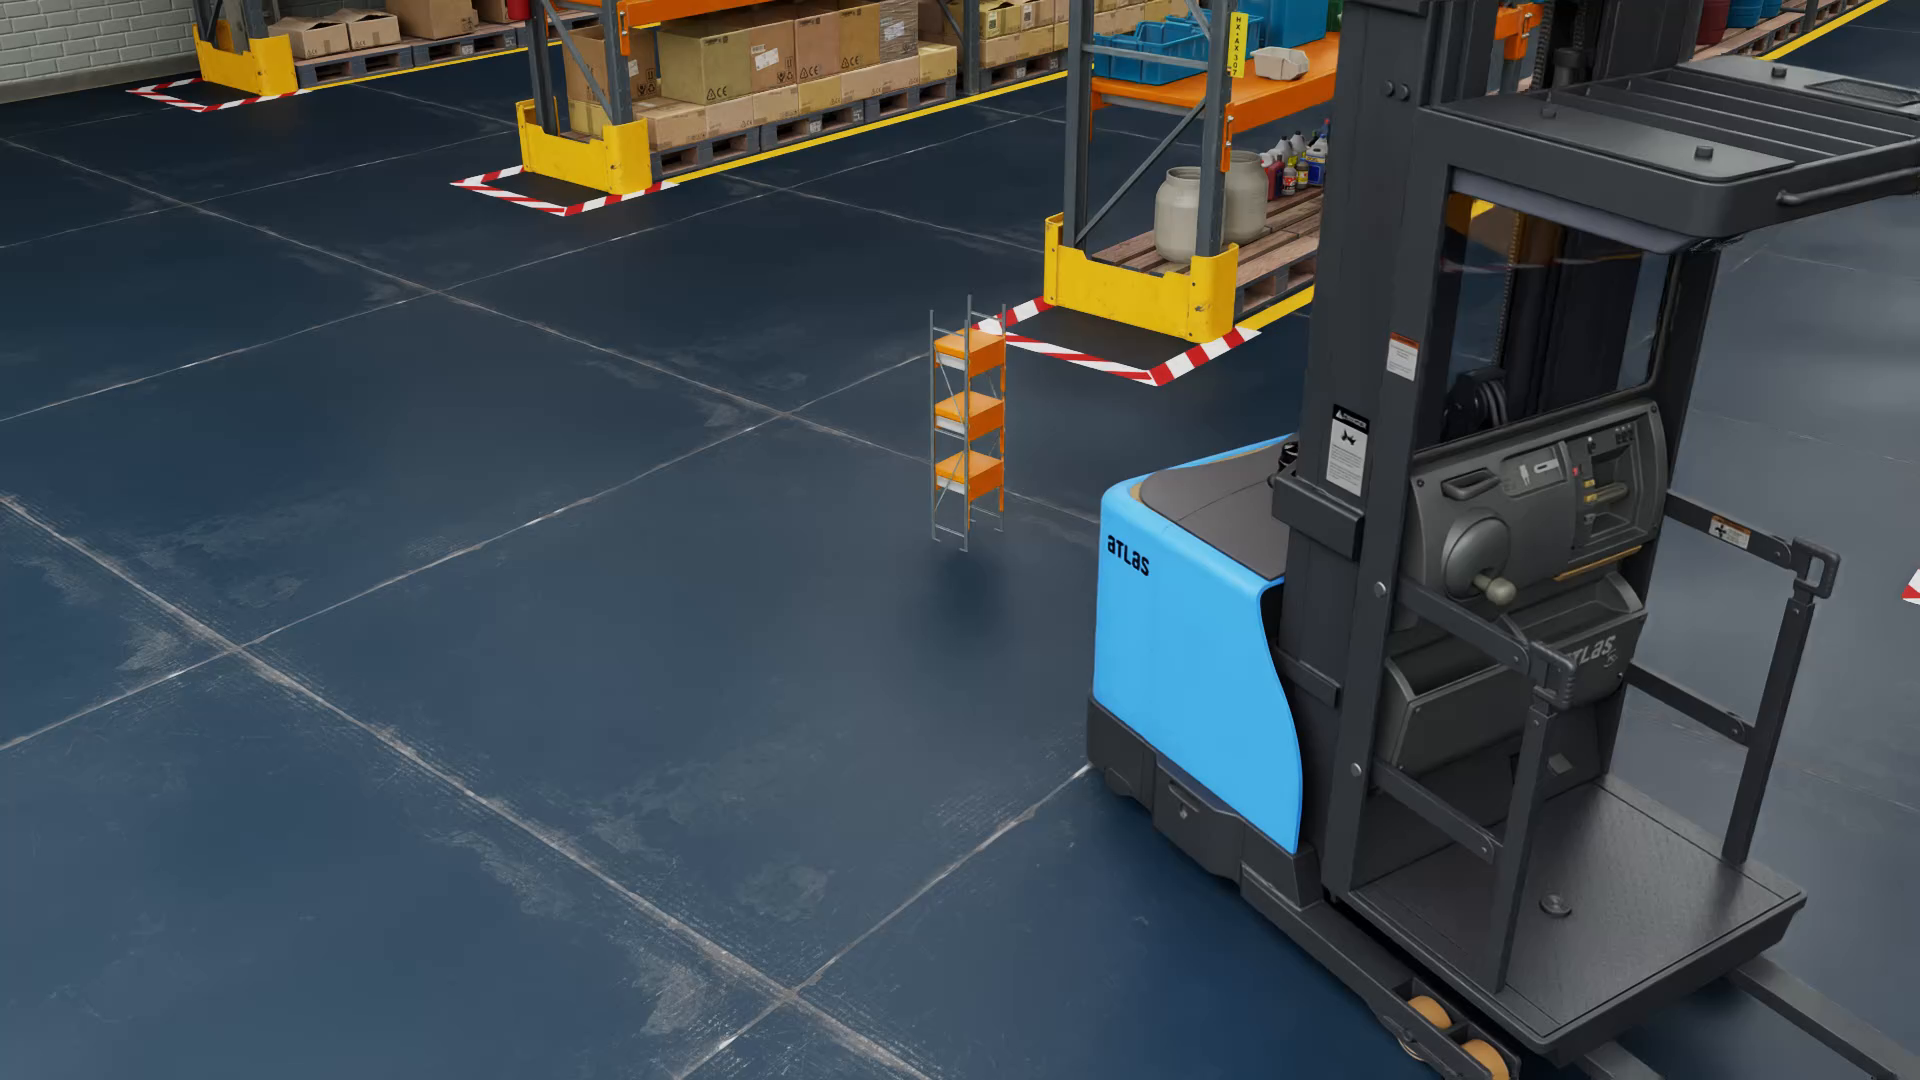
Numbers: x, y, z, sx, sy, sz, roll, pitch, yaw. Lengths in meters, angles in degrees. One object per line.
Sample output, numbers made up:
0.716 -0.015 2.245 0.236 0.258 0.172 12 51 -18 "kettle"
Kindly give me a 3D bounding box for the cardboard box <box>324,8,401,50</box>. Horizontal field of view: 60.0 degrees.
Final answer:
-5.747 -4.939 15.981 0.500 0.311 0.500 24 36 38 "cardboard box"

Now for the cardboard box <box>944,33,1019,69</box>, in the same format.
0.198 -4.525 15.267 0.500 0.250 0.500 20 33 33 "cardboard box"

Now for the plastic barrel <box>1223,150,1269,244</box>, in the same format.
1.704 -2.136 10.366 0.421 0.512 0.421 0 27 0 "plastic barrel"

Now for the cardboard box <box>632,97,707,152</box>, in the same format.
-2.281 -3.161 12.631 0.500 0.250 0.500 21 34 34 "cardboard box"

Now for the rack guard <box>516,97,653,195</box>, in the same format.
-2.809 -2.952 12.412 1.175 0.500 0.348 21 34 34 "rack guard"

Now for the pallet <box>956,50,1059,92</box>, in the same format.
0.189 -4.523 15.763 1.003 0.211 1.213 21 34 34 "pallet"

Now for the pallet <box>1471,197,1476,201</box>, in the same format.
3.111 -2.575 11.998 1.003 0.211 1.213 21 34 34 "pallet"

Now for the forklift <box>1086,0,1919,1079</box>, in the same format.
1.636 -0.062 4.180 1.130 2.935 3.031 -16 31 -28 "forklift"

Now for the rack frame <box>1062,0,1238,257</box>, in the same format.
1.026 -2.622 9.053 1.000 3.000 0.127 21 34 34 "rack frame"

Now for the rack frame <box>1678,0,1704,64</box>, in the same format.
6.114 -5.458 14.536 1.000 3.000 0.127 21 34 34 "rack frame"

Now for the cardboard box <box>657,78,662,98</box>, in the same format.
-2.372 -3.493 13.273 0.500 0.250 0.500 21 34 34 "cardboard box"

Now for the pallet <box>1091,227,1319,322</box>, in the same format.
1.559 -1.710 10.326 1.003 0.211 1.213 21 34 34 "pallet"

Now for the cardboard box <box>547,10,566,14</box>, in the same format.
-4.392 -5.674 17.558 0.380 0.166 0.250 16 31 28 "cardboard box"

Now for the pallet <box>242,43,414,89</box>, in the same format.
-6.027 -4.583 15.880 1.003 0.211 1.213 21 34 34 "pallet"

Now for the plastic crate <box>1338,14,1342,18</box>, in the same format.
2.732 -3.273 10.599 0.530 0.136 0.437 21 34 34 "plastic crate"

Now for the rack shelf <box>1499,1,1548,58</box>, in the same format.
4.842 -4.429 13.330 1.077 0.370 4.000 21 34 34 "rack shelf"

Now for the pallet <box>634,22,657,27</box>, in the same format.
-3.581 -5.973 18.567 1.003 0.211 1.213 21 34 34 "pallet"

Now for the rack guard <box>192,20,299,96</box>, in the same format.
-6.571 -4.434 15.276 1.175 0.500 0.348 21 34 34 "rack guard"

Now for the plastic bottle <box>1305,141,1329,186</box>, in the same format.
2.476 -2.608 11.513 0.152 0.276 0.135 21 34 34 "plastic bottle"

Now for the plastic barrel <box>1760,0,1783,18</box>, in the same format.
8.299 -5.943 17.300 0.600 0.901 0.708 21 34 34 "plastic barrel"

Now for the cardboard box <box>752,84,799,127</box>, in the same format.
-1.648 -3.516 13.318 0.500 0.250 0.500 21 34 34 "cardboard box"

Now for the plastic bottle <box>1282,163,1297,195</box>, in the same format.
2.233 -2.454 11.296 0.097 0.201 0.097 0 27 0 "plastic bottle"

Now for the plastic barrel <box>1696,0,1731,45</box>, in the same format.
7.131 -5.152 16.112 0.600 0.588 0.708 21 34 34 "plastic barrel"

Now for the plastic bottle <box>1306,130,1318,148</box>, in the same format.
2.479 -2.750 11.780 0.061 0.283 0.133 23 35 37 "plastic bottle"

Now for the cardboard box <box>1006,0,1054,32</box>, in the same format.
0.528 -4.953 15.484 0.500 0.311 0.500 20 34 34 "cardboard box"

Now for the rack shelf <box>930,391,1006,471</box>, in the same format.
0.034 -0.476 7.050 0.215 0.259 0.240 21 34 34 "rack shelf"

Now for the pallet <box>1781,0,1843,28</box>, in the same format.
9.096 -5.910 18.444 1.003 0.211 1.213 21 34 34 "pallet"

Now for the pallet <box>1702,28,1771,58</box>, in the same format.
7.360 -4.942 16.573 1.003 0.211 1.213 21 34 34 "pallet"

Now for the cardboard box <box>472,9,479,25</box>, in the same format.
-5.107 -5.303 16.860 0.380 0.149 0.250 18 32 30 "cardboard box"

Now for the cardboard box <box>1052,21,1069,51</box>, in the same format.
0.851 -4.890 15.973 0.500 0.250 0.500 20 33 33 "cardboard box"

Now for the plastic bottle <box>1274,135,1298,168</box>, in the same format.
2.227 -2.610 11.435 0.144 0.351 0.185 22 35 36 "plastic bottle"

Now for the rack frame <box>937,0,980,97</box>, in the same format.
-0.250 -5.489 14.595 1.000 3.000 0.127 21 34 34 "rack frame"

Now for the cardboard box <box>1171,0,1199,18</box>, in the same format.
2.148 -5.614 17.374 0.500 0.250 0.500 22 34 36 "cardboard box"

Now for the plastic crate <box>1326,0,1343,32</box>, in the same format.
2.489 -3.547 11.072 0.450 0.188 0.662 21 34 34 "plastic crate"

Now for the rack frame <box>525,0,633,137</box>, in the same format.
-2.794 -4.071 11.854 1.000 3.000 0.127 21 34 34 "rack frame"

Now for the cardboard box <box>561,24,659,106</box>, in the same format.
-2.683 -3.646 12.753 0.500 0.500 0.500 21 34 34 "cardboard box"

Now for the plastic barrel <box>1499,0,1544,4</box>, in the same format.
4.049 -4.311 11.773 0.600 0.901 0.708 21 34 34 "plastic barrel"

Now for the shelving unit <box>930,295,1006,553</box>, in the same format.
0.034 -0.485 7.045 0.215 1.050 0.252 21 34 34 "shelving unit"

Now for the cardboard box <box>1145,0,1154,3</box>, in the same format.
1.826 -5.677 16.885 0.500 0.311 0.500 20 34 34 "cardboard box"

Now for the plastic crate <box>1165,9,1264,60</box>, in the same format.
1.531 -3.049 10.041 0.499 0.251 0.408 21 34 34 "plastic crate"

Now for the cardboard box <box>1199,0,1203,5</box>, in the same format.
2.804 -6.070 17.961 0.500 0.500 0.500 22 35 36 "cardboard box"

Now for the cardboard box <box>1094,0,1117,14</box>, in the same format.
1.182 -5.322 16.199 0.500 0.311 0.500 22 34 36 "cardboard box"

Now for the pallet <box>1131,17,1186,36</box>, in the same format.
1.741 -5.388 17.435 1.003 0.211 1.213 21 34 34 "pallet"

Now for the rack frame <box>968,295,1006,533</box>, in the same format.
0.112 -0.529 7.129 0.200 1.050 0.008 21 34 34 "rack frame"

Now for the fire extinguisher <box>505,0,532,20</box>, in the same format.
-3.228 -4.130 12.053 0.296 0.674 0.183 21 34 34 "fire extinguisher"

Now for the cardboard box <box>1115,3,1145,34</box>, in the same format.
1.501 -5.253 16.675 0.500 0.250 0.500 22 34 36 "cardboard box"

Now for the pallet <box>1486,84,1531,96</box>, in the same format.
4.815 -3.525 13.835 1.003 0.211 1.213 21 34 34 "pallet"

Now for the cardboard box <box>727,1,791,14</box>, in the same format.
-1.739 -4.182 13.788 0.500 0.500 0.500 21 34 34 "cardboard box"

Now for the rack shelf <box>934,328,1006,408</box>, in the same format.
0.034 -0.728 6.920 0.215 0.259 0.240 21 34 34 "rack shelf"

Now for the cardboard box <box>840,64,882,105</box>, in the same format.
-1.009 -3.870 14.001 0.500 0.250 0.500 21 34 34 "cardboard box"

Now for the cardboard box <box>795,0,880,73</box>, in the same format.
-1.018 -4.207 13.836 0.500 0.500 0.500 21 34 34 "cardboard box"

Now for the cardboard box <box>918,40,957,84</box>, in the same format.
-0.376 -4.226 14.689 0.500 0.250 0.500 21 34 34 "cardboard box"

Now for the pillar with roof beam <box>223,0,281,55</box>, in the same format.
-3.519 -7.424 11.808 9.100 9.000 0.400 21 34 34 "pillar with roof beam"

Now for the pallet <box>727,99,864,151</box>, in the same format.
-1.564 -3.546 13.875 1.003 0.211 1.213 21 34 34 "pallet"

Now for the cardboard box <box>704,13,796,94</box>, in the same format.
-1.657 -3.853 13.152 0.500 0.500 0.500 21 34 34 "cardboard box"

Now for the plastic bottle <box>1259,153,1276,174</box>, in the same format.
2.037 -2.468 11.241 0.152 0.276 0.135 21 34 35 "plastic bottle"
